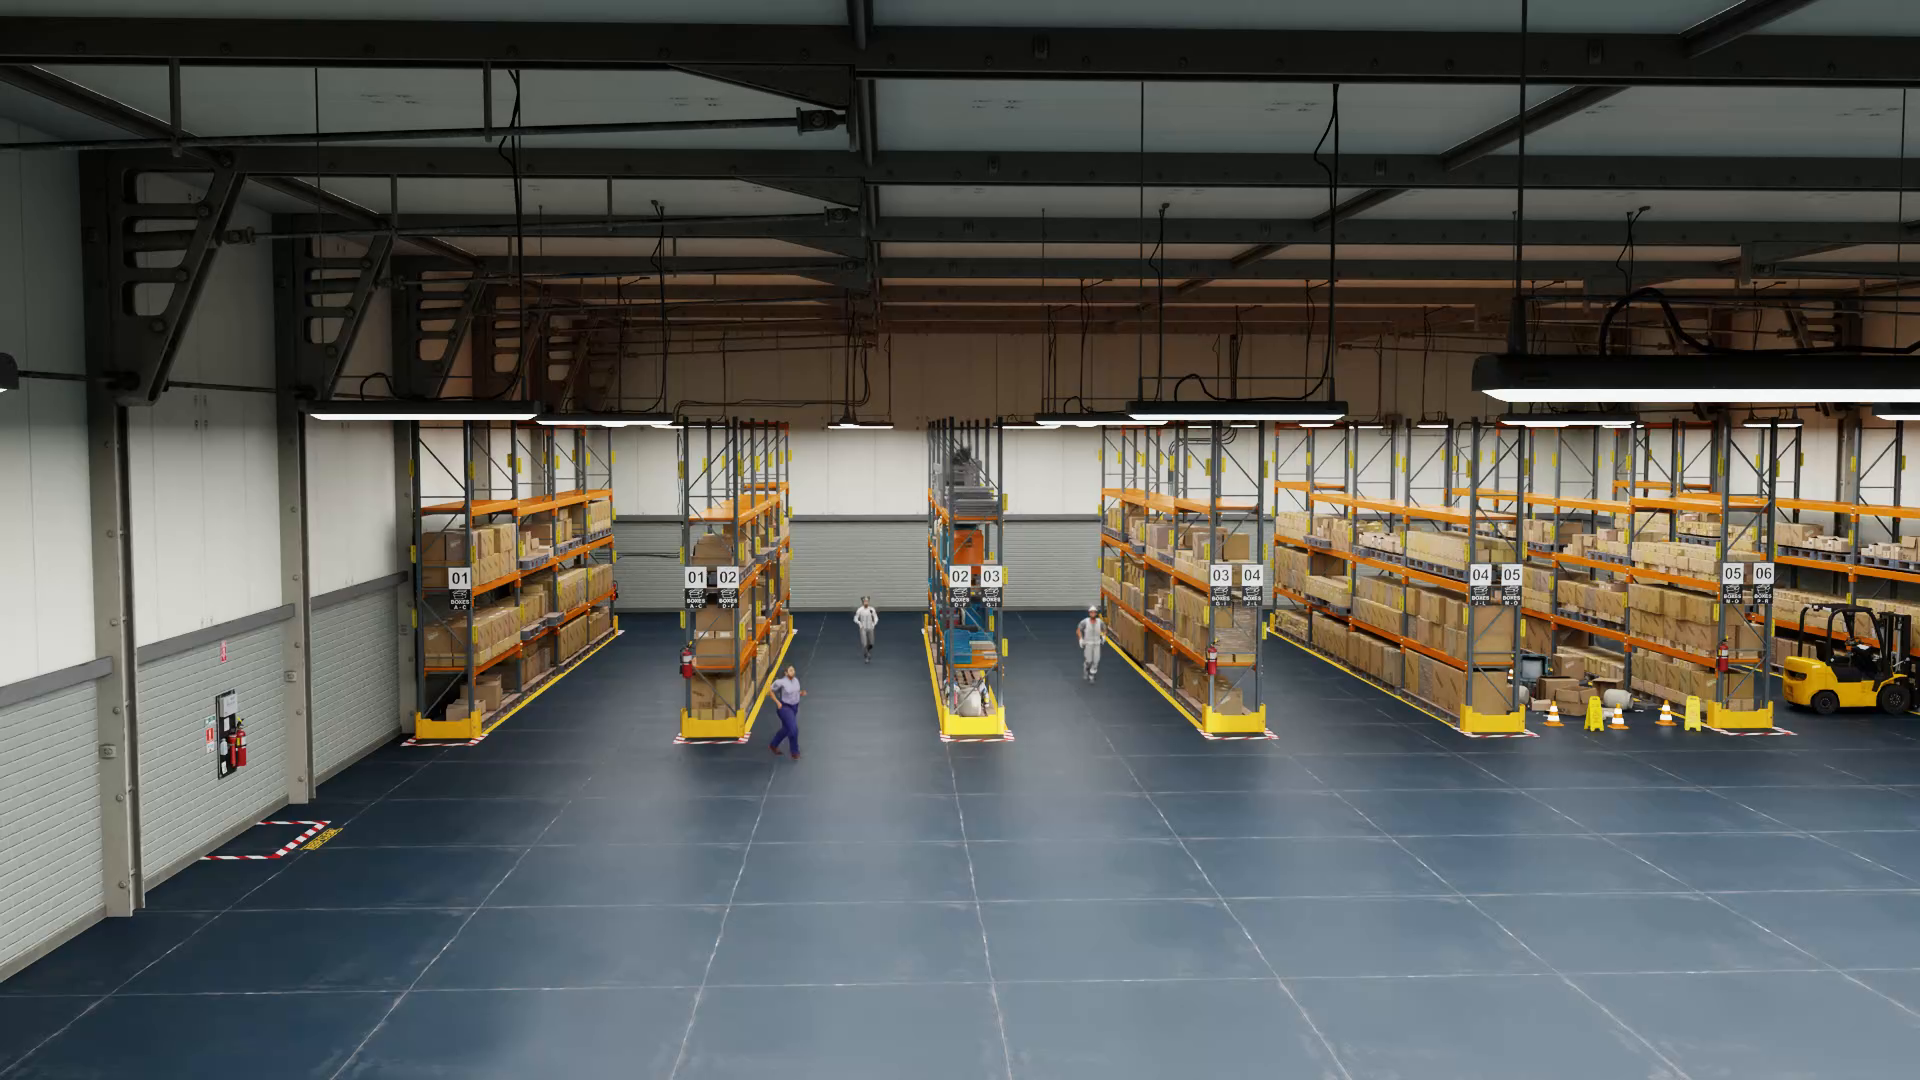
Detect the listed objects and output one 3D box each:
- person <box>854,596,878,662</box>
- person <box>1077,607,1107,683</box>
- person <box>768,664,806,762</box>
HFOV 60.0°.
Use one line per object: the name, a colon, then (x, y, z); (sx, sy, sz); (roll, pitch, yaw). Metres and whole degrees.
person: (-2.322, 2.204, 41.283); (0.611, 1.649, 0.569); (-1, 4, -11)
person: (3.025, 2.384, 37.734); (0.668, 1.749, 0.583); (-1, 4, -8)
person: (-3.015, 3.018, 29.094); (0.814, 1.690, 0.581); (2, 4, 30)
